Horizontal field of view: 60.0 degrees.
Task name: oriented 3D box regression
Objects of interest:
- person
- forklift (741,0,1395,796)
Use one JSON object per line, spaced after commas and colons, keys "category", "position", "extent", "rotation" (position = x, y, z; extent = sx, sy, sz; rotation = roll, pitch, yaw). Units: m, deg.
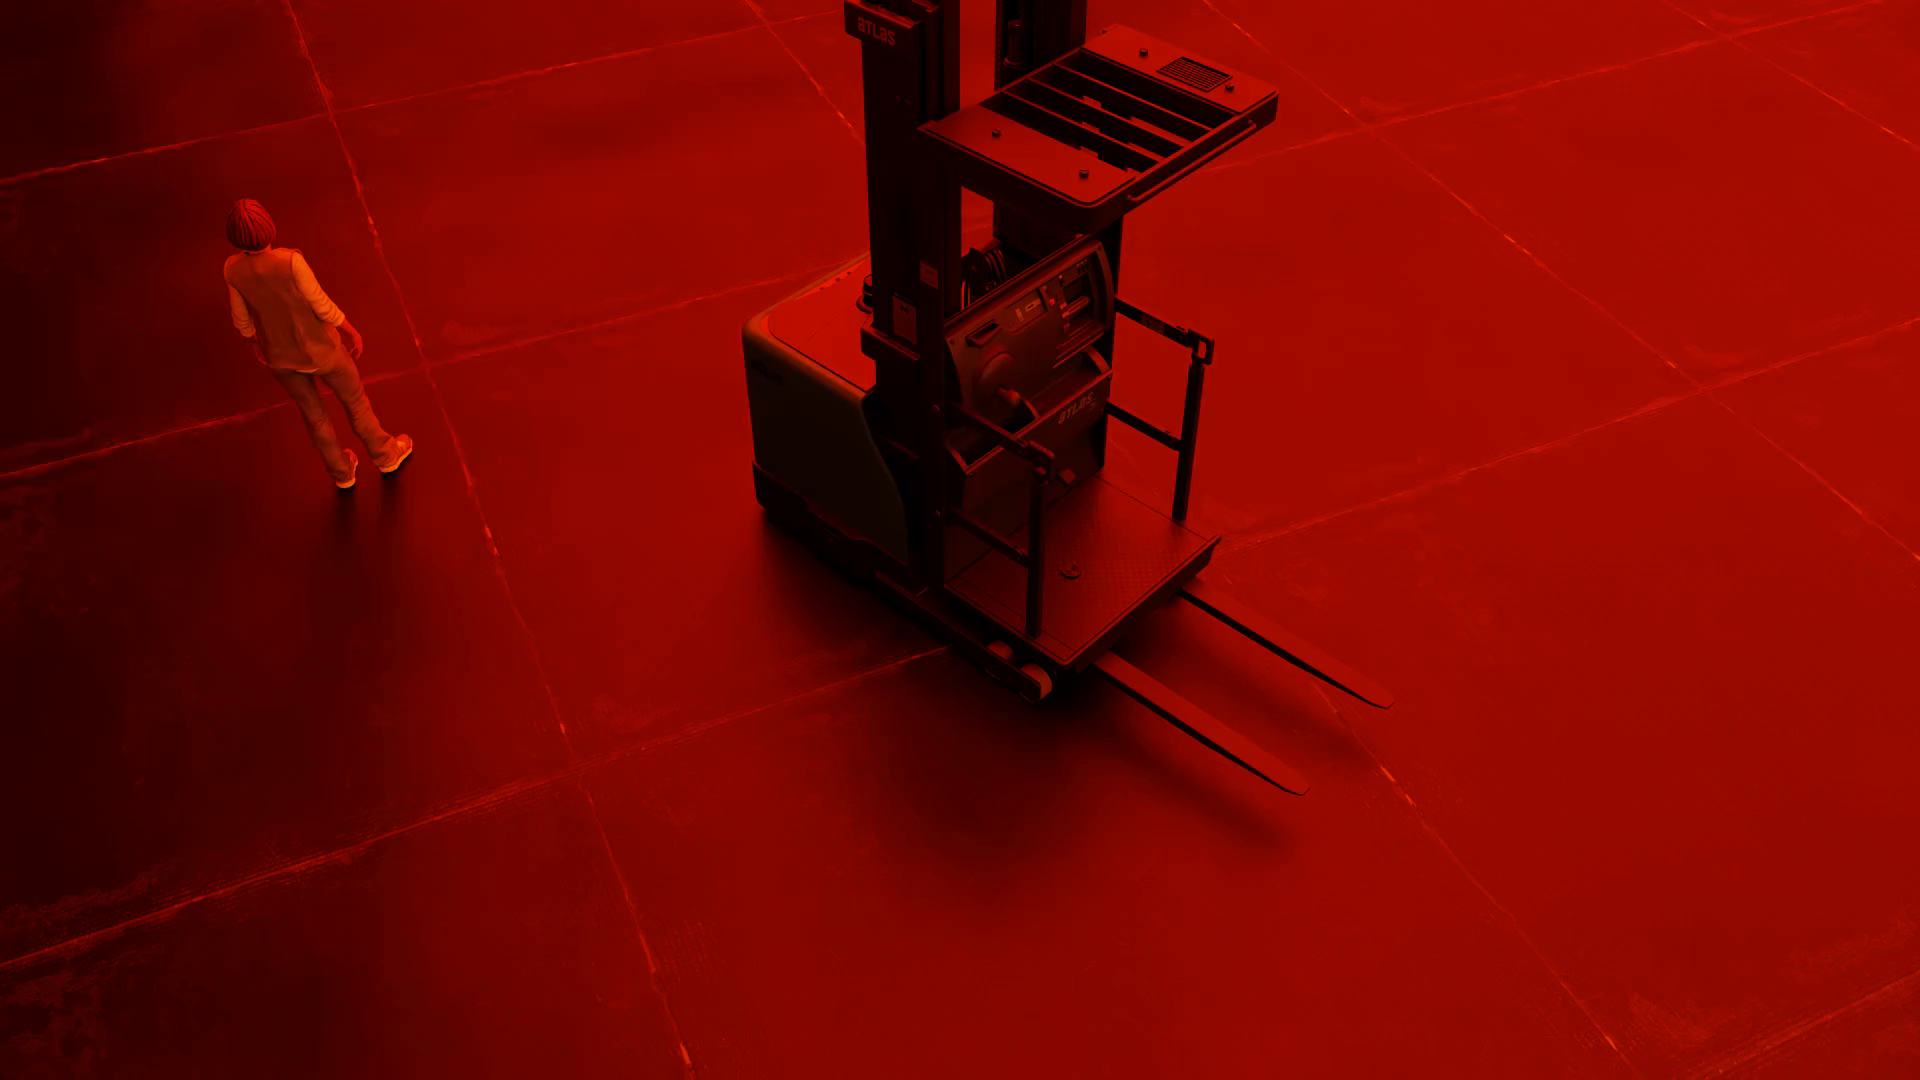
{"category": "person", "position": [-2.982, -0.914, 7.626], "extent": [0.518, 1.598, 0.475], "rotation": [-1, 43, -1]}
{"category": "forklift", "position": [0.445, -0.788, 6.525], "extent": [3.031, 2.935, 1.130], "rotation": [32, 52, 30]}
